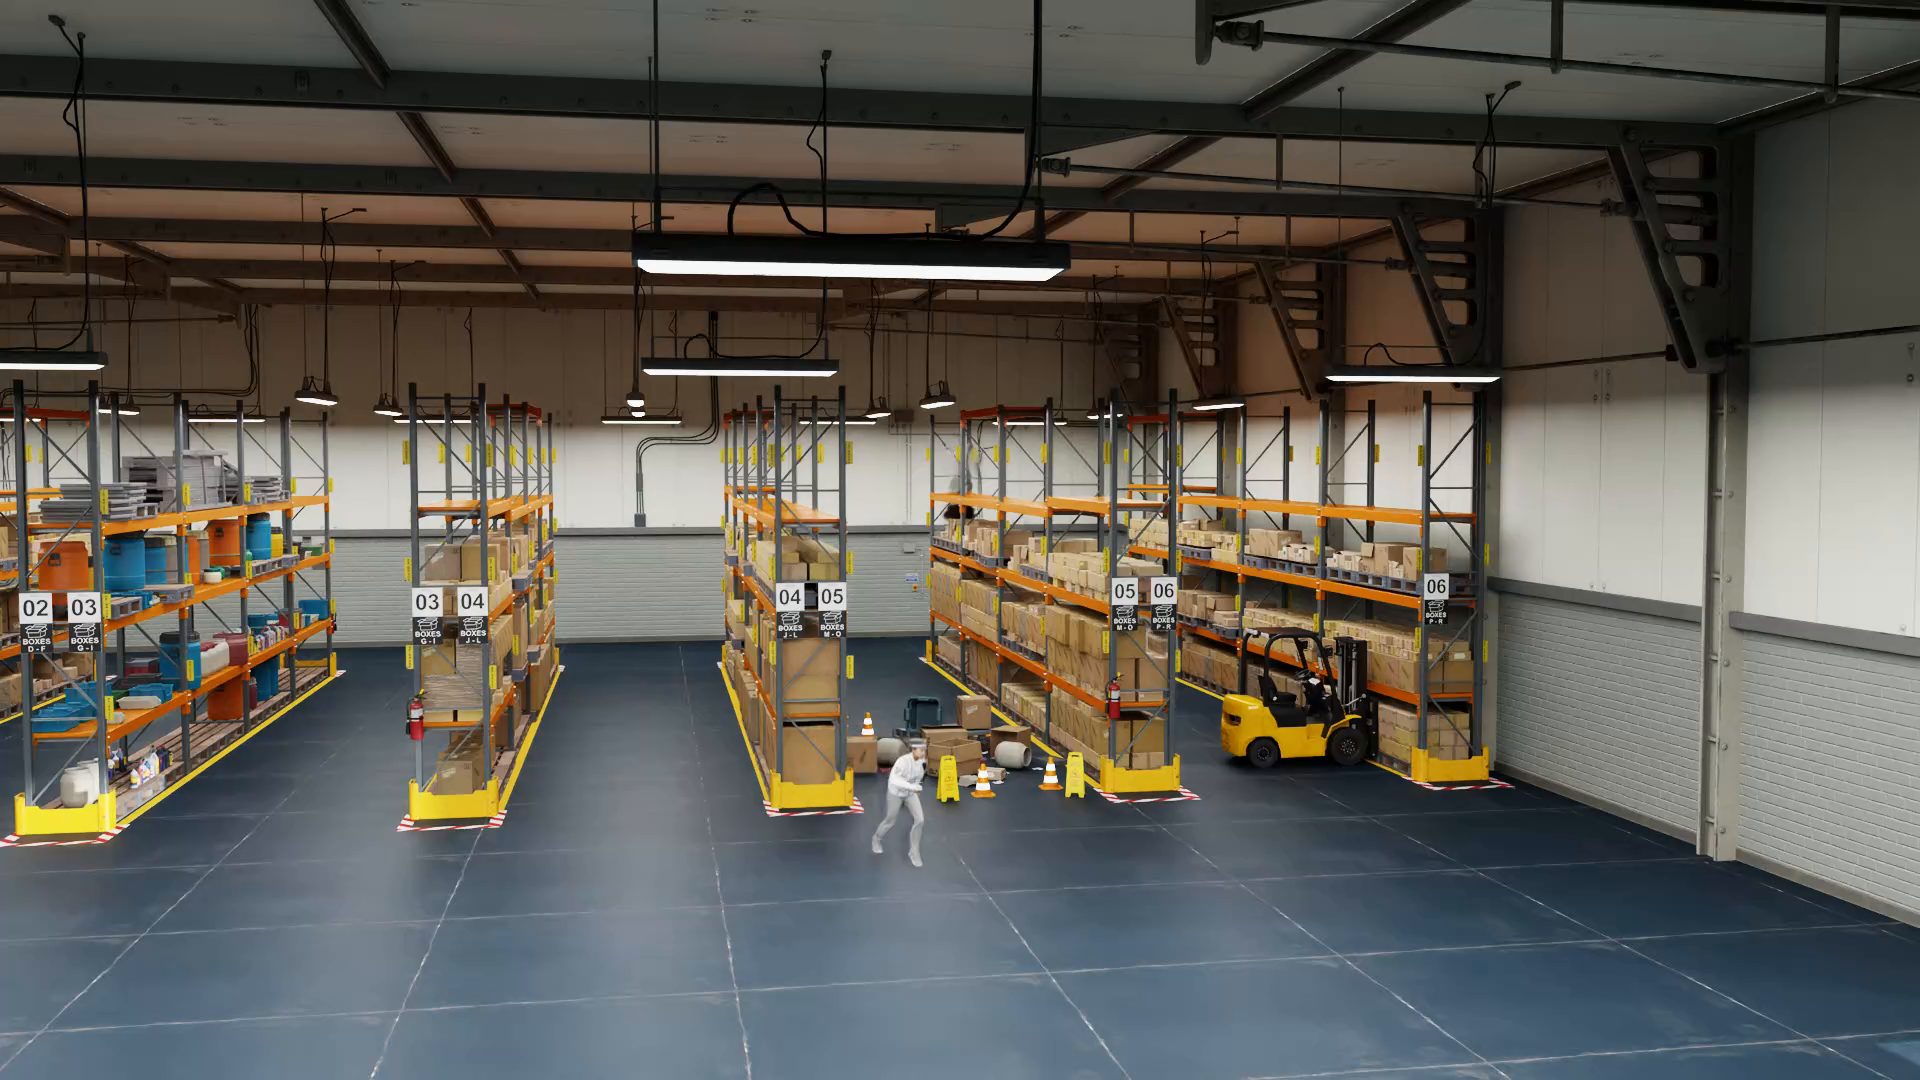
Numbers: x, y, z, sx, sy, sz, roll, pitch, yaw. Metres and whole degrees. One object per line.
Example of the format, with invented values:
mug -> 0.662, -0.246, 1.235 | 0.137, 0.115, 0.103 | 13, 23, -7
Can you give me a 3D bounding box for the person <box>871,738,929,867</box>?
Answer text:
person -> -0.753, 3.200, 20.510 | 0.958, 1.622, 0.615 | 3, 4, 45
